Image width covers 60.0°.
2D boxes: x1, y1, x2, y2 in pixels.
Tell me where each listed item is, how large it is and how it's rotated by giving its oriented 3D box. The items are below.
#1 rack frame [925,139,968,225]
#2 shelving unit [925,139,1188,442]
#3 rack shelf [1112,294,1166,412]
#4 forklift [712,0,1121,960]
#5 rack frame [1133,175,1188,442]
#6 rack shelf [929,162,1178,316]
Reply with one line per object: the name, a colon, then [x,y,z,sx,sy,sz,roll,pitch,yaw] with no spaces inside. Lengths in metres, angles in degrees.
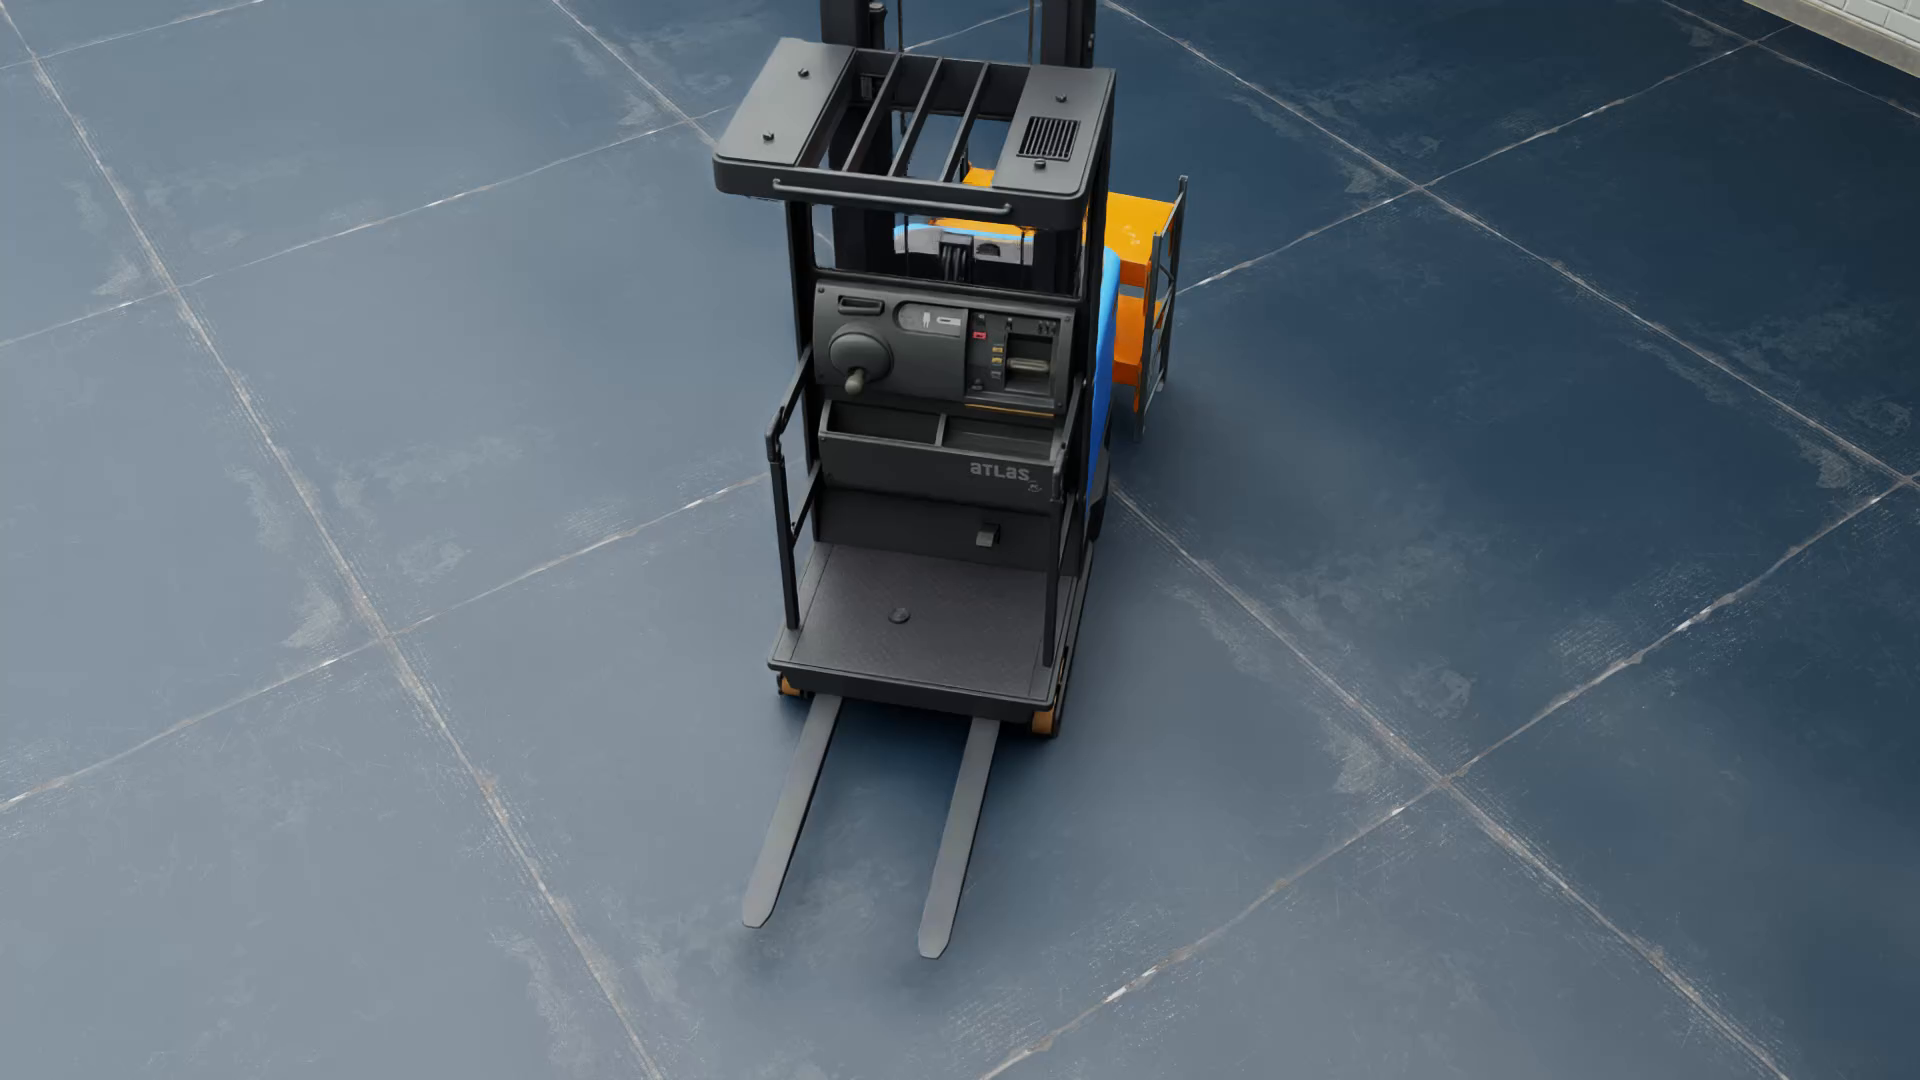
rack frame: [-0.057,-1.257,7.744,0.032,1.125,0.500,14,45,14]
shelving unit: [0.423,-1.142,7.622,1.048,1.125,0.538,14,45,14]
rack shelf: [0.423,-0.965,7.791,1.000,0.278,0.538,14,45,14]
forklift: [-0.104,-0.589,5.735,1.130,2.935,3.031,8,44,8]
rack frame: [0.903,-1.026,7.501,0.032,1.125,0.500,14,45,14]
rack shelf: [0.423,-1.354,7.420,1.000,0.278,0.538,14,45,14]
